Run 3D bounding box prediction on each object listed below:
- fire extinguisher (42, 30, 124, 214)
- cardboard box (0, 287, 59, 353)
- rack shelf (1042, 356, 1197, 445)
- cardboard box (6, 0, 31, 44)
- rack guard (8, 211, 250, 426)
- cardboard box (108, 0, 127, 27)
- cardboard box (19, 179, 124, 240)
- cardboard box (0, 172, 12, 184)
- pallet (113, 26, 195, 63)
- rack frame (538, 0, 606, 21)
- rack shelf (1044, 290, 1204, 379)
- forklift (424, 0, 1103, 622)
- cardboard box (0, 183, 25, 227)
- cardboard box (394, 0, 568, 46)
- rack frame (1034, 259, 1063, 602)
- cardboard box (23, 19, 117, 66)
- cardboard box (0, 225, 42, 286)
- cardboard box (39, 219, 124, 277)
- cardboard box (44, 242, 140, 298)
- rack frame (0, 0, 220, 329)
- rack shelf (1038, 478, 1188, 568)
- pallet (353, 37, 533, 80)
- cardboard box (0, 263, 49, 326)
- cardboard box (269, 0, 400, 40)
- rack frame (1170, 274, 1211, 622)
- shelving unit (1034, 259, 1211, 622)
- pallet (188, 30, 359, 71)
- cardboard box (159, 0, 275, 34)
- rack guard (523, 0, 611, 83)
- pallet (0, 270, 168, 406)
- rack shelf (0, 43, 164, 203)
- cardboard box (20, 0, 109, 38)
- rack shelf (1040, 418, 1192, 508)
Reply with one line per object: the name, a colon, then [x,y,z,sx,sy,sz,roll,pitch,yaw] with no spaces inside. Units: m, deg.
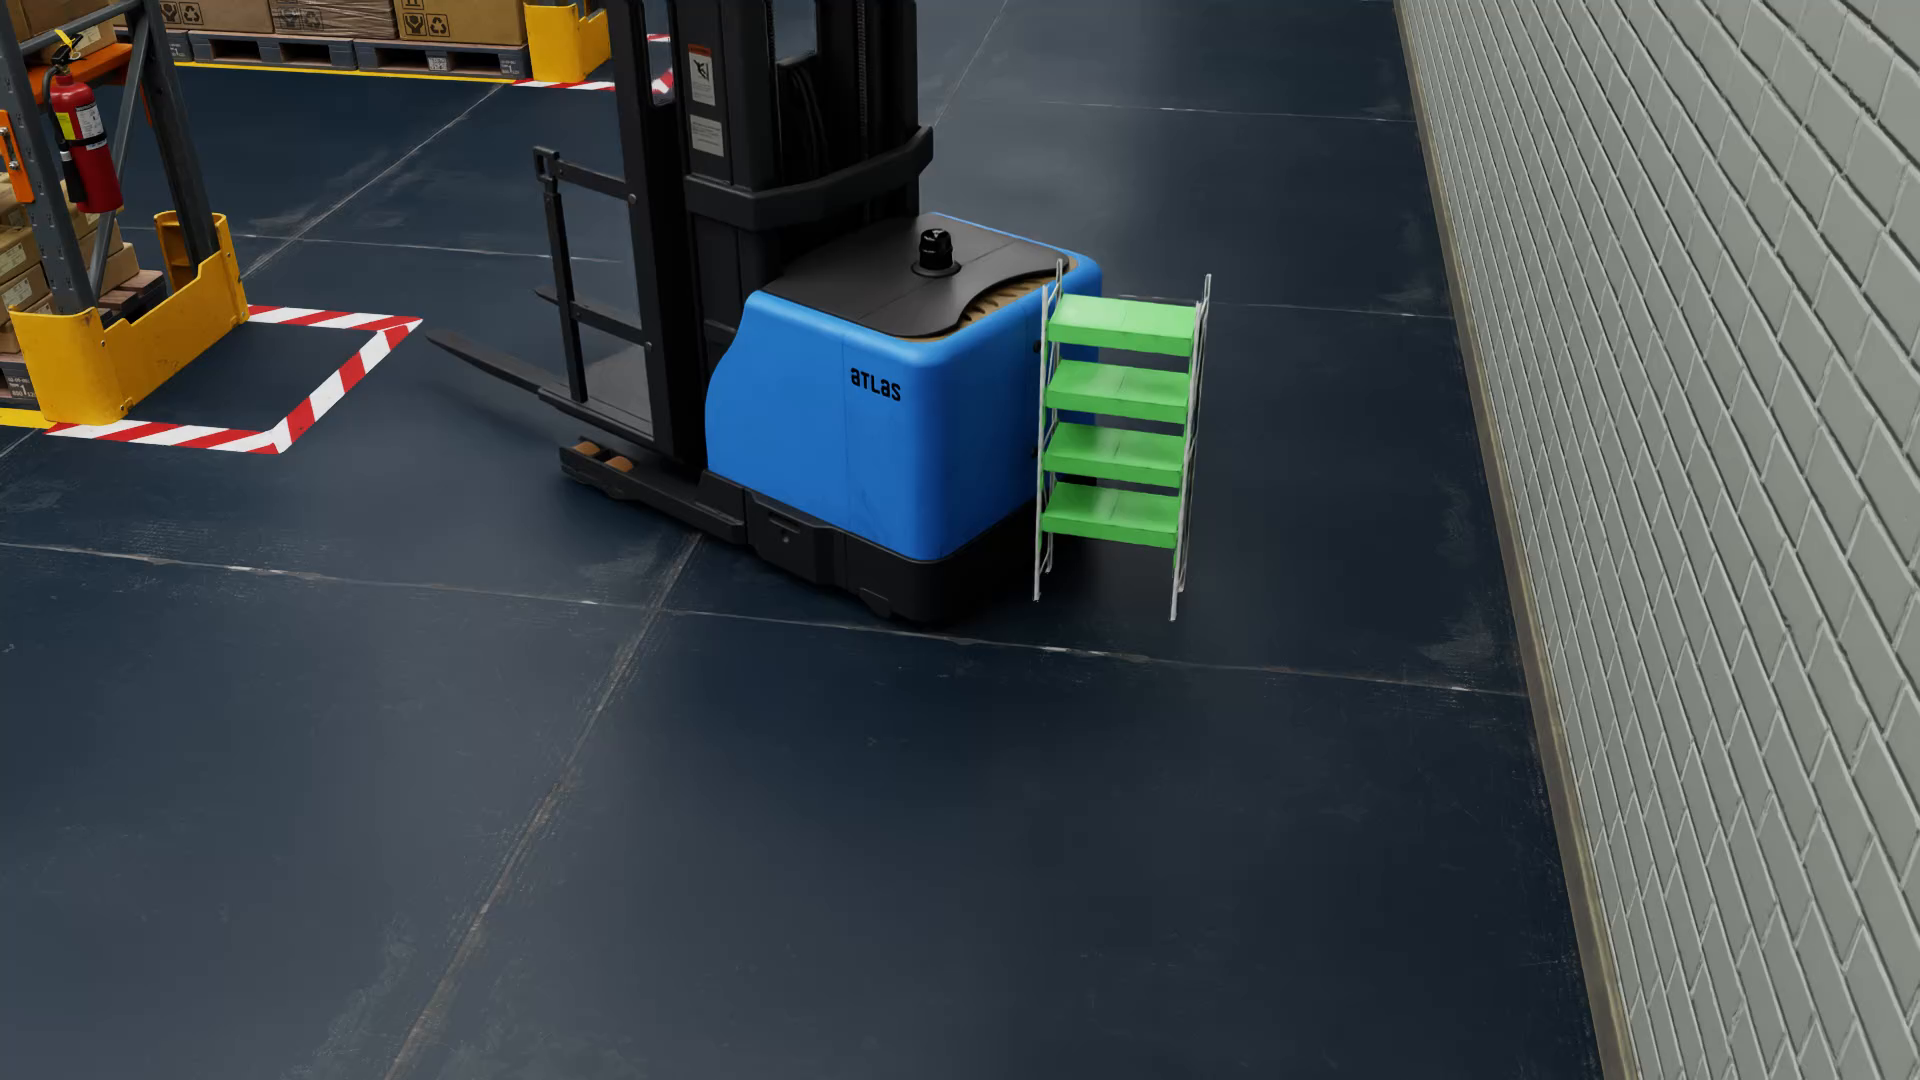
fire extinguisher: [-3.406,-1.608,6.416,0.183,0.674,0.296,5,32,8]
cardboard box: [-4.131,-0.970,7.263,0.250,0.149,0.380,6,32,9]
rack shelf: [0.535,-0.468,5.535,0.480,0.148,0.258,8,33,13]
cardboard box: [-4.063,-2.136,6.461,0.500,0.500,0.500,6,33,9]
rack guard: [-3.652,-1.010,7.392,0.348,0.500,1.175,5,32,8]
cardboard box: [-5.948,-4.181,11.709,0.875,0.875,0.875,5,32,8]
cardboard box: [-4.036,-1.509,7.563,0.250,0.149,0.380,4,32,6]
cardboard box: [-4.555,-1.560,7.645,0.250,0.149,0.380,5,32,8]
pallet: [-5.849,-3.714,11.984,1.213,0.211,1.003,5,32,8]
rack frame: [-2.643,-4.647,10.848,0.127,3.000,1.000,5,32,8]
rack shelf: [0.535,-0.672,5.408,0.480,0.148,0.258,8,33,13]
forklift: [-0.956,-1.596,6.038,3.031,2.935,1.130,23,39,32]
cardboard box: [-4.328,-1.470,7.502,0.250,0.149,0.380,6,33,9]
cardboard box: [-3.287,-3.940,11.324,0.875,0.875,0.875,5,32,8]
rack frame: [0.300,-0.352,5.682,0.015,1.200,0.240,8,33,13]
cardboard box: [-3.841,-2.156,7.104,0.250,0.149,0.380,5,32,8]
cardboard box: [-4.141,-1.199,7.069,0.250,0.149,0.380,6,32,9]
cardboard box: [-4.050,-1.339,7.573,0.250,0.149,0.380,6,33,10]
cardboard box: [-4.039,-1.246,7.705,0.250,0.149,0.380,6,33,9]
rack frame: [-3.577,-2.062,6.718,0.127,3.000,1.000,5,32,8]
rack shelf: [0.535,-0.061,5.790,0.480,0.148,0.258,8,33,13]
pallet: [-3.444,-3.496,11.636,1.213,0.211,1.003,5,32,8]
cardboard box: [-4.145,-1.056,7.120,0.250,0.149,0.380,4,32,7]
cardboard box: [-4.184,-4.021,11.454,0.875,0.875,0.875,5,32,8]
rack frame: [0.771,-0.286,5.576,0.015,1.200,0.240,8,33,13]
shelving unit: [0.535,-0.319,5.629,0.503,1.200,0.258,8,33,13]
pallet: [-4.643,-3.606,11.812,1.213,0.211,1.003,5,32,8]
cardboard box: [-5.061,-4.101,11.581,0.875,0.875,0.875,5,32,8]
rack guard: [-2.619,-3.586,11.507,0.348,0.500,1.175,5,32,8]
pallet: [-4.446,-0.978,7.614,1.213,0.211,1.003,5,32,8]
rack shelf: [-5.548,-1.936,7.194,4.000,0.370,1.077,5,32,8]
cardboard box: [-3.973,-2.415,6.907,0.500,0.500,0.500,7,33,11]
rack shelf: [0.535,-0.265,5.663,0.480,0.148,0.258,8,33,13]
